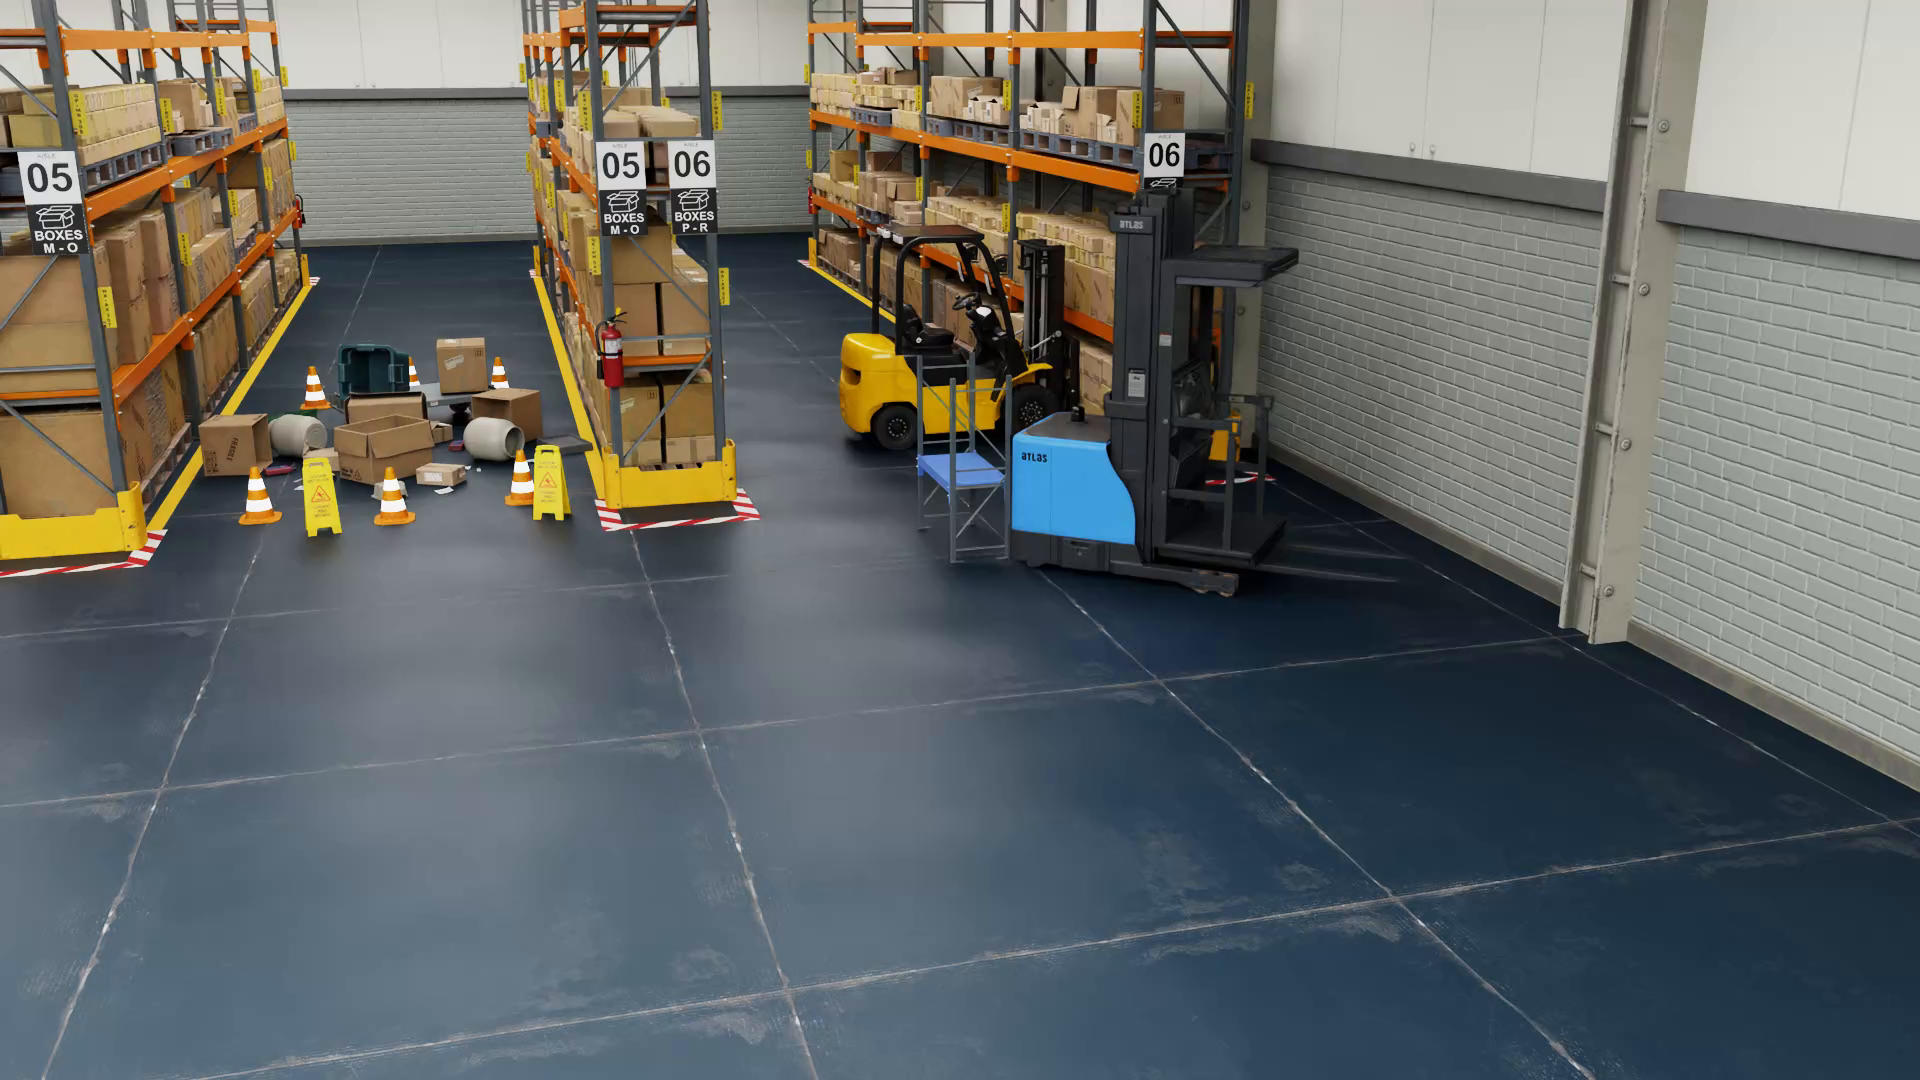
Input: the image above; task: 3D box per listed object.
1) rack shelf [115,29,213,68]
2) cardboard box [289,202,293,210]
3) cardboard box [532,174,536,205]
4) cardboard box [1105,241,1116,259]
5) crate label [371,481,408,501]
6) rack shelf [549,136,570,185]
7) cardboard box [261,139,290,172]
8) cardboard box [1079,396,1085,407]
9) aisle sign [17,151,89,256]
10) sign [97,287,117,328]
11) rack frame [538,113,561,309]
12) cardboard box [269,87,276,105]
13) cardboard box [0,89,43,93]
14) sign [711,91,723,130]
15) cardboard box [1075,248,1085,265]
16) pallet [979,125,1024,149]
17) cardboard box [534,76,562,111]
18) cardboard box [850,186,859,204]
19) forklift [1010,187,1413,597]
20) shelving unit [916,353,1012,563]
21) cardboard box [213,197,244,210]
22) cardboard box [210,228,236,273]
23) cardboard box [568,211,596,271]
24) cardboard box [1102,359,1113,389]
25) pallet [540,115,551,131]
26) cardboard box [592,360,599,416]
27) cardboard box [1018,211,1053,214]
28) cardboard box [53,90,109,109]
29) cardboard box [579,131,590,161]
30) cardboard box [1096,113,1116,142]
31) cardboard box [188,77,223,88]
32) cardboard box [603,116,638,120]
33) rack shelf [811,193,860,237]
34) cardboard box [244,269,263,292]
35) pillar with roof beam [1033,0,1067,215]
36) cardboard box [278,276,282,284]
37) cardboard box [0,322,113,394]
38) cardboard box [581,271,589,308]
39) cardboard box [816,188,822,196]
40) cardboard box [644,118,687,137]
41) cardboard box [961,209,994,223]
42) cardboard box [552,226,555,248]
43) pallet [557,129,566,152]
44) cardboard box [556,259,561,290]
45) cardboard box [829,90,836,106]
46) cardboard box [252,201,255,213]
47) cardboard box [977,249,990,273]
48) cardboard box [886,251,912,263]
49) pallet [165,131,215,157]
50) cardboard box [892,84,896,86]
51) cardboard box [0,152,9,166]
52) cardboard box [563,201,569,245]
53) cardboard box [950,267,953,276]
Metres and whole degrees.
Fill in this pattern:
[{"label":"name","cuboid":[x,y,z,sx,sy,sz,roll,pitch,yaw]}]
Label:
[{"label":"rack shelf","cuboid":[-8.994,-5.359,18.096,1.077,0.370,4.000,-5,17,-15]},{"label":"cardboard box","cuboid":[-11.380,-5.600,27.817,0.380,0.149,0.250,-5,17,-15]},{"label":"cardboard box","cuboid":[-7.154,-6.100,28.871,0.500,0.500,0.500,-5,17,-16]},{"label":"cardboard box","cuboid":[1.662,-2.894,16.556,0.380,0.149,0.250,-4,17,-14]},{"label":"crate label","cuboid":[-5.221,-0.458,15.240,0.298,0.136,0.250,16,23,42]},{"label":"rack shelf","cuboid":[-4.262,-4.533,19.866,1.077,0.370,4.000,-5,17,-15]},{"label":"cardboard box","cuboid":[-11.377,-6.350,27.450,0.500,0.500,0.500,-5,17,-16]},{"label":"cardboard box","cuboid":[1.469,-1.442,17.587,0.500,0.250,0.500,-5,17,-15]},{"label":"aisle sign","cuboid":[-7.037,-2.611,12.913,0.394,0.787,0.004,-5,17,-15]},{"label":"sign","cuboid":[-6.809,-1.857,13.278,0.100,0.325,0.005,-5,17,-15]},{"label":"rack frame","cuboid":[-5.911,-5.101,25.719,1.000,3.000,0.127,-5,17,-15]},{"label":"cardboard box","cuboid":[-11.091,-7.002,26.225,0.500,0.250,0.500,-4,17,-14]},{"label":"cardboard box","cuboid":[-8.252,-3.868,14.546,0.380,0.149,0.250,-5,17,-16]},{"label":"sign","cuboid":[-2.091,-3.680,14.255,0.100,0.325,0.005,-5,17,-15]},{"label":"cardboard box","cuboid":[1.418,-2.960,17.292,0.380,0.149,0.250,-5,17,-15]},{"label":"pallet","cuboid":[0.804,-4.869,20.067,0.805,0.209,1.217,-5,18,-17]},{"label":"cardboard box","cuboid":[-5.947,-6.520,24.325,0.500,0.500,0.500,-5,17,-16]},{"label":"cardboard box","cuboid":[-1.514,-5.687,27.413,0.500,0.250,0.500,-4,17,-14]},{"label":"forklift","cuboid":[1.959,-1.151,12.689,3.031,2.935,1.130,7,18,23]},{"label":"shelving unit","cuboid":[0.023,-0.695,13.658,0.538,1.500,1.048,-5,17,-15]},{"label":"cardboard box","cuboid":[-9.987,-4.591,22.695,0.380,0.149,0.250,-6,18,-18]},{"label":"cardboard box","cuboid":[-9.161,-3.520,20.281,0.500,0.500,0.500,-5,17,-15]},{"label":"cardboard box","cuboid":[-3.334,-2.848,15.792,0.700,0.500,0.500,-5,17,-16]},{"label":"cardboard box","cuboid":[1.732,-1.641,16.512,0.500,0.250,0.500,-4,17,-13]},{"label":"pallet","cuboid":[-5.350,-5.824,23.239,1.003,0.211,1.213,-4,17,-13]},{"label":"cardboard box","cuboid":[-3.362,-1.510,16.512,0.500,0.500,0.500,-5,17,-17]},{"label":"cardboard box","cuboid":[0.944,-4.042,20.892,0.380,0.149,0.250,-5,17,-15]},{"label":"cardboard box","cuboid":[-7.409,-3.708,14.016,0.380,0.149,0.250,-5,17,-16]},{"label":"cardboard box","cuboid":[-3.297,-3.691,15.557,0.500,0.250,0.500,-4,17,-14]},{"label":"cardboard box","cuboid":[1.569,-4.072,16.409,0.396,0.266,0.258,-5,17,-15]},{"label":"cardboard box","cuboid":[-9.639,-5.770,21.228,0.396,0.266,0.258,-5,17,-15]},{"label":"cardboard box","cuboid":[-3.132,-3.768,15.118,0.380,0.149,0.250,-5,17,-15]},{"label":"rack shelf","cuboid":[-1.689,-5.703,28.974,1.077,0.370,4.000,-5,17,-15]},{"label":"cardboard box","cuboid":[-9.907,-3.570,22.936,0.500,0.250,0.500,-6,18,-18]},{"label":"pillar with roof beam","cuboid":[-2.954,-6.631,20.386,9.100,9.000,0.400,-5,17,-15]},{"label":"cardboard box","cuboid":[-10.816,-4.066,25.981,0.380,0.149,0.250,-4,17,-13]},{"label":"cardboard box","cuboid":[-7.490,-1.533,13.581,0.875,0.550,0.550,-5,17,-15]},{"label":"cardboard box","cuboid":[-3.573,-2.658,16.895,0.500,0.500,0.500,-5,17,-16]},{"label":"cardboard box","cuboid":[-2.412,-6.368,30.374,0.380,0.149,0.250,-5,17,-16]},{"label":"cardboard box","cuboid":[-2.599,-3.663,14.768,0.380,0.149,0.250,-5,17,-15]},{"label":"cardboard box","cuboid":[0.225,-4.135,21.203,0.380,0.149,0.250,-5,17,-17]},{"label":"cardboard box","cuboid":[-5.356,-4.182,22.921,0.500,0.250,0.500,-4,17,-14]},{"label":"pallet","cuboid":[-4.067,-4.700,19.499,1.213,0.211,1.003,-5,17,-15]},{"label":"cardboard box","cuboid":[-5.980,-4.257,26.634,0.875,0.438,0.875,-5,17,-16]},{"label":"cardboard box","cuboid":[-1.927,-7.541,28.372,0.500,0.250,0.500,-5,17,-16]},{"label":"cardboard box","cuboid":[-10.270,-4.738,23.700,0.380,0.149,0.250,-5,17,-15]},{"label":"cardboard box","cuboid":[0.526,-3.467,20.541,0.500,0.250,0.500,-5,17,-16]},{"label":"cardboard box","cuboid":[-0.943,-4.401,25.878,0.380,0.149,0.250,-5,17,-15]},{"label":"pallet","cuboid":[-9.005,-4.438,18.628,1.003,0.211,1.213,-4,17,-13]},{"label":"cardboard box","cuboid":[-0.853,-7.059,26.040,0.380,0.149,0.250,-5,17,-15]},{"label":"cardboard box","cuboid":[-7.830,-3.063,13.252,0.380,0.149,0.250,-5,17,-15]},{"label":"cardboard box","cuboid":[-4.478,-3.814,20.015,0.500,0.500,0.500,-5,18,-17]},{"label":"cardboard box","cuboid":[0.069,-3.947,24.366,0.380,0.149,0.250,-4,17,-14]}]
